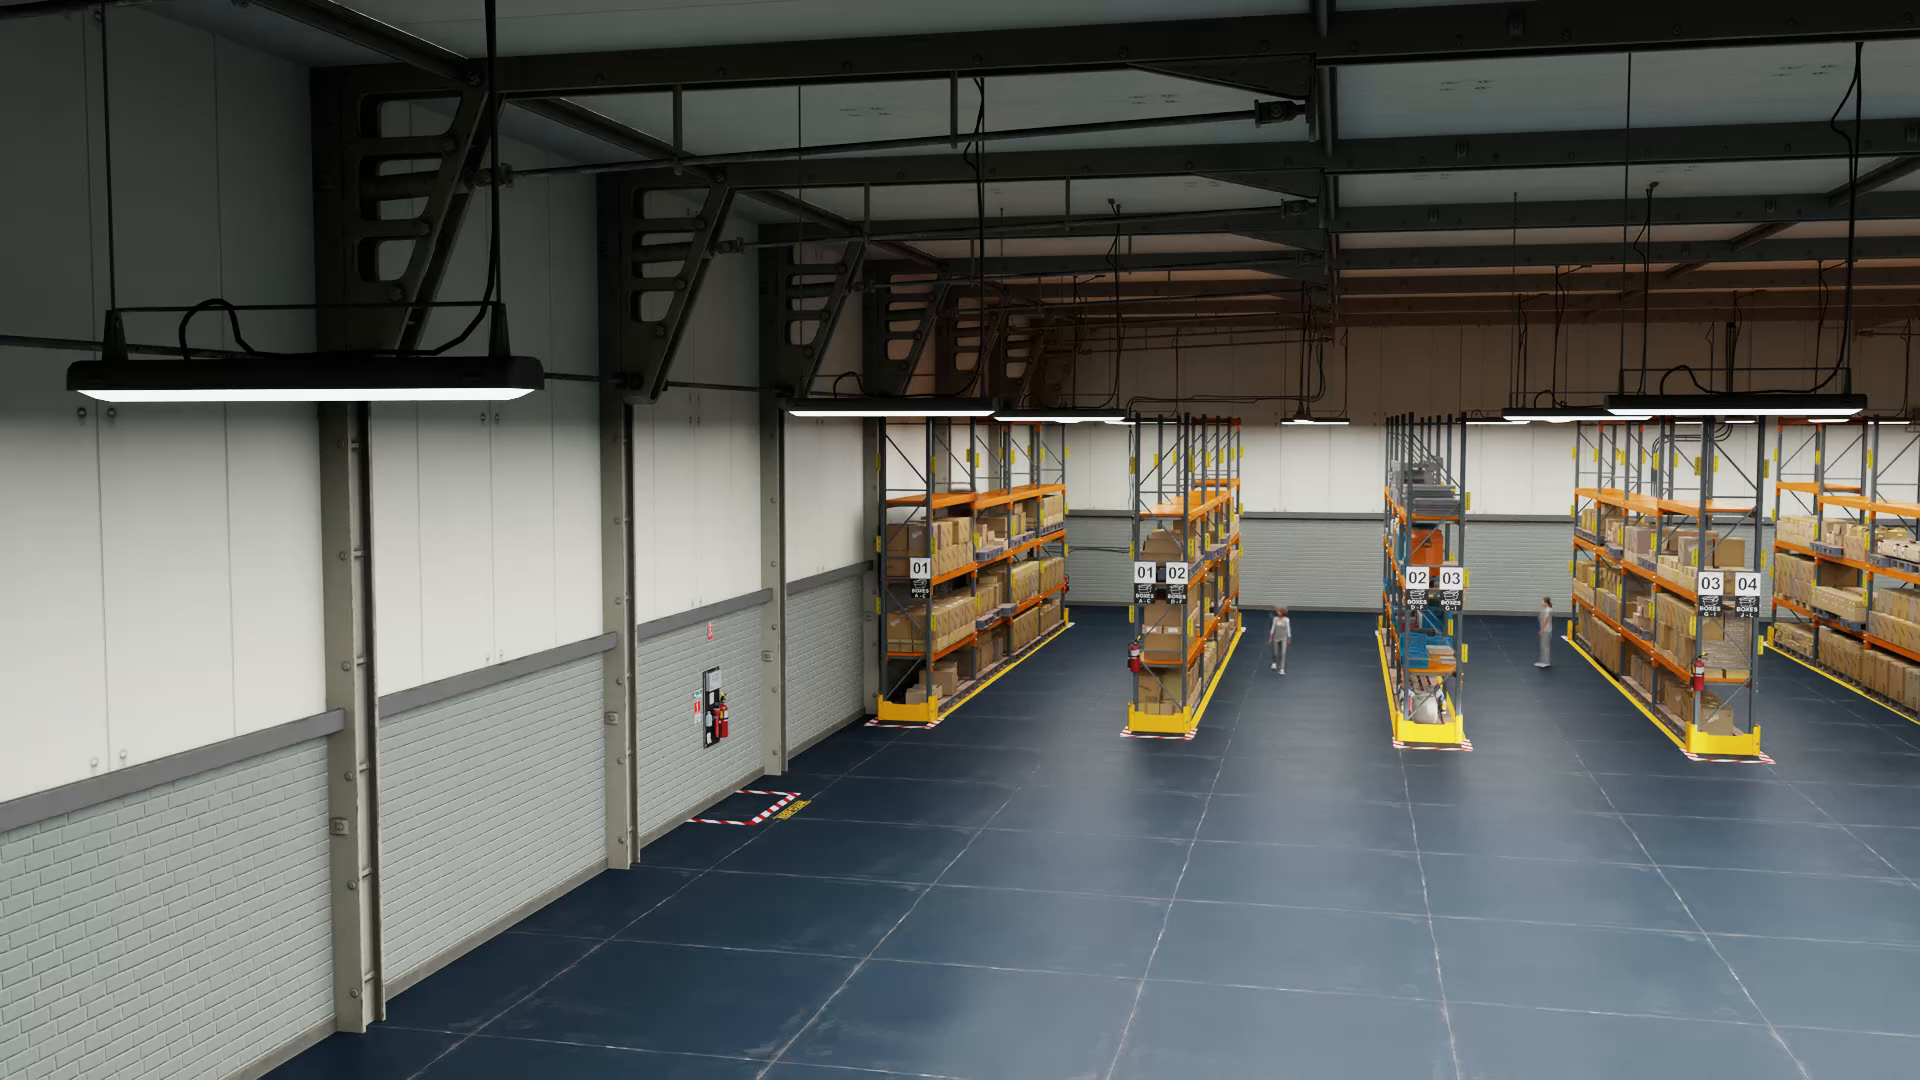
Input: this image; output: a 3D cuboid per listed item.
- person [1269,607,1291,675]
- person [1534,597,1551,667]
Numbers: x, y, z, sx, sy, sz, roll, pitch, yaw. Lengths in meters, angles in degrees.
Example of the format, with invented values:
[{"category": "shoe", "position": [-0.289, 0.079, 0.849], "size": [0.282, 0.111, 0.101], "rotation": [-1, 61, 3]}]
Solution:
[{"category": "person", "position": [7.437, 2.318, 38.710], "size": [0.508, 1.540, 0.847], "rotation": [0, 4, 4]}, {"category": "person", "position": [13.946, 2.189, 39.760], "size": [0.384, 1.682, 0.457], "rotation": [1, 4, 19]}]
